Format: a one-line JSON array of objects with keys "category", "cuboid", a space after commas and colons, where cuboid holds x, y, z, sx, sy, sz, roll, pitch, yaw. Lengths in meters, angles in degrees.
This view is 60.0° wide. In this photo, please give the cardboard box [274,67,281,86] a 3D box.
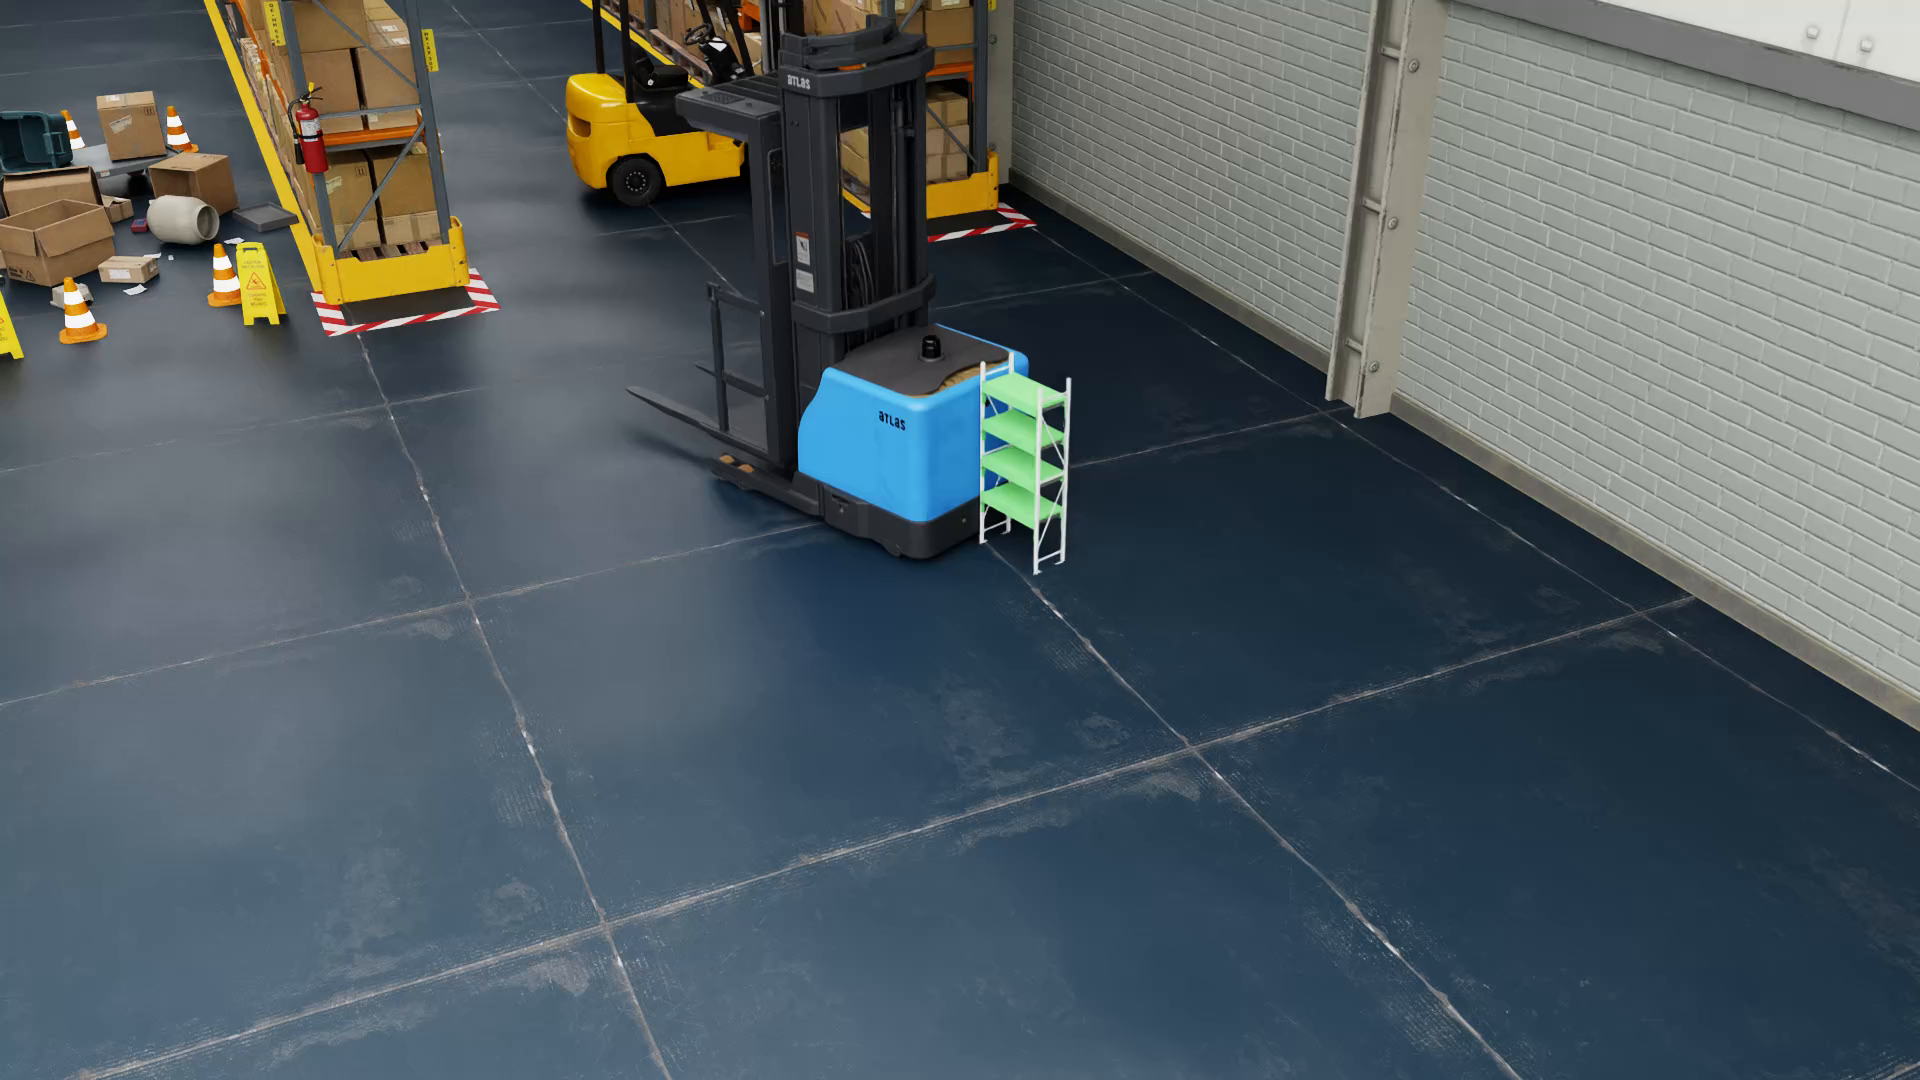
[{"category": "cardboard box", "cuboid": [-5.903, -4.172, 14.854, 0.380, 0.149, 0.250, -13, 32, -22]}]

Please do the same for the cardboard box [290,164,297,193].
[{"category": "cardboard box", "cuboid": [-5.944, -3.360, 15.530, 0.500, 0.250, 0.500, -14, 32, -23]}]

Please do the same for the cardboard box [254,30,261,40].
[{"category": "cardboard box", "cuboid": [-6.485, -5.081, 15.811, 0.500, 0.500, 0.500, -13, 32, -22]}]

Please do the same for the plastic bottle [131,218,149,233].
[{"category": "plastic bottle", "cuboid": [-7.562, -2.915, 15.360, 0.133, 0.061, 0.283, -8, 30, -13]}]

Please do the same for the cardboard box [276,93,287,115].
[{"category": "cardboard box", "cuboid": [-6.073, -4.025, 15.285, 0.380, 0.149, 0.250, -11, 31, -19]}]

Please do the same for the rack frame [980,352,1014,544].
[{"category": "rack frame", "cuboid": [0.217, -0.538, 9.956, 0.240, 1.200, 0.015, -22, 36, -34]}]

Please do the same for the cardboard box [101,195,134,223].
[{"category": "cardboard box", "cuboid": [-8.011, -3.158, 15.583, 0.396, 0.266, 0.258, 13, 32, 21]}]

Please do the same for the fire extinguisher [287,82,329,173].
[{"category": "fire extinguisher", "cuboid": [-5.072, -3.213, 12.965, 0.296, 0.674, 0.183, -13, 32, -22]}]

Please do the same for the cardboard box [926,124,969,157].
[{"category": "cardboard box", "cuboid": [-0.238, -3.891, 15.966, 0.500, 0.250, 0.500, -12, 32, -21]}]

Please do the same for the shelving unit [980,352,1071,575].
[{"category": "shelving unit", "cuboid": [0.375, -0.447, 9.794, 0.258, 1.200, 0.503, -22, 36, -34]}]

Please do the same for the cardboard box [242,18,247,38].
[{"category": "cardboard box", "cuboid": [-8.740, -6.902, 21.207, 0.875, 0.875, 0.875, -13, 32, -21]}]

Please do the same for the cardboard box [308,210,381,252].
[{"category": "cardboard box", "cuboid": [-5.306, -2.689, 14.333, 0.500, 0.250, 0.500, -13, 32, -22]}]

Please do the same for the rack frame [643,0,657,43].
[{"category": "rack frame", "cuboid": [-3.658, -7.972, 21.372, 1.000, 3.000, 0.127, -13, 32, -22]}]

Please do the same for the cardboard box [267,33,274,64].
[{"category": "cardboard box", "cuboid": [-5.810, -4.421, 14.634, 0.500, 0.500, 0.500, -13, 32, -21]}]

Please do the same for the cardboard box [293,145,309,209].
[{"category": "cardboard box", "cuboid": [-5.512, -3.234, 14.538, 0.500, 0.500, 0.500, -12, 31, -20]}]

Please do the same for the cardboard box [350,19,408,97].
[{"category": "cardboard box", "cuboid": [-4.883, -4.063, 13.995, 0.500, 0.500, 0.500, -12, 31, -20]}]

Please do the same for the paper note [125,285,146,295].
[{"category": "paper note", "cuboid": [-6.909, -2.099, 13.934, 0.142, 0.019, 0.148, 26, 38, 38]}]

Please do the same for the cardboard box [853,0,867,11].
[{"category": "cardboard box", "cuboid": [-0.762, -4.965, 15.246, 0.380, 0.149, 0.250, -13, 32, -21]}]

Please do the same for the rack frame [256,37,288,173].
[{"category": "rack frame", "cuboid": [-6.423, -5.161, 16.360, 1.000, 3.000, 0.127, -13, 32, -22]}]

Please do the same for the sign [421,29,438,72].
[{"category": "sign", "cuboid": [-4.215, -3.886, 13.200, 0.100, 0.325, 0.005, -13, 32, -22]}]

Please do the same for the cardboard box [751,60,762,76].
[{"category": "cardboard box", "cuboid": [-2.012, -5.128, 18.172, 0.500, 0.250, 0.500, -13, 32, -22]}]

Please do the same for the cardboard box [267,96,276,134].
[{"category": "cardboard box", "cuboid": [-6.650, -4.429, 17.312, 0.950, 0.372, 0.625, -13, 32, -21]}]

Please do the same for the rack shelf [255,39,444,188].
[{"category": "rack shelf", "cuboid": [-5.564, -3.964, 14.960, 1.077, 0.370, 4.000, -13, 32, -22]}]

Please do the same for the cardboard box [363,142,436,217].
[{"category": "cardboard box", "cuboid": [-4.813, -3.130, 14.353, 0.500, 0.500, 0.500, -14, 32, -24]}]

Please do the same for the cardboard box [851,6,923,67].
[{"category": "cardboard box", "cuboid": [-0.672, -4.644, 15.335, 0.500, 0.500, 0.500, -14, 32, -23]}]

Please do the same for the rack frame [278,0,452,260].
[{"category": "rack frame", "cuboid": [-4.705, -3.394, 13.209, 1.000, 3.000, 0.127, -13, 32, -22]}]

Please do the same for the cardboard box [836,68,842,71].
[{"category": "cardboard box", "cuboid": [-1.364, -4.666, 16.837, 0.500, 0.250, 0.500, -14, 32, -23]}]

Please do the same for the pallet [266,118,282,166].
[{"category": "pallet", "cuboid": [-6.758, -4.288, 17.654, 1.003, 0.211, 1.213, -13, 32, -22]}]

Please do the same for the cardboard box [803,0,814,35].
[{"category": "cardboard box", "cuboid": [-1.333, -5.321, 16.543, 0.500, 0.500, 0.500, -13, 32, -22]}]

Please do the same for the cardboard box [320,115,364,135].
[{"category": "cardboard box", "cuboid": [-5.059, -3.405, 13.485, 0.380, 0.149, 0.250, -12, 31, -20]}]

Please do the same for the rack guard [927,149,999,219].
[{"category": "rack guard", "cuboid": [-0.214, -3.337, 15.663, 1.175, 0.500, 0.348, -13, 32, -22]}]

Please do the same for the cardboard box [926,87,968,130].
[{"category": "cardboard box", "cuboid": [-0.259, -4.110, 15.845, 0.500, 0.250, 0.500, -14, 32, -23]}]

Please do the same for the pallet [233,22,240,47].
[{"category": "pallet", "cuboid": [-8.930, -6.614, 21.802, 1.003, 0.211, 1.213, -13, 32, -22]}]

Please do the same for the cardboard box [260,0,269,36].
[{"category": "cardboard box", "cuboid": [-5.332, -4.408, 13.589, 0.700, 0.500, 0.500, -13, 32, -22]}]

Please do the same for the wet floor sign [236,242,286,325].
[{"category": "wet floor sign", "cuboid": [-5.590, -2.058, 13.234, 0.267, 0.644, 0.232, -3, 29, -5]}]

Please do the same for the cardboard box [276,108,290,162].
[{"category": "cardboard box", "cuboid": [-6.173, -3.921, 15.763, 0.500, 0.500, 0.500, -12, 31, -20]}]

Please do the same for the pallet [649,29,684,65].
[{"category": "pallet", "cuboid": [-3.340, -6.384, 21.391, 1.003, 0.211, 1.213, -13, 32, -22]}]

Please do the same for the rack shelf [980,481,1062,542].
[{"category": "rack shelf", "cuboid": [0.375, -0.182, 9.942, 0.258, 0.148, 0.480, -22, 36, -34]}]

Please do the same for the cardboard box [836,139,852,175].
[{"category": "cardboard box", "cuboid": [-0.916, -3.785, 16.287, 0.500, 0.250, 0.500, -13, 32, -22]}]

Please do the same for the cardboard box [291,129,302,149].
[{"category": "cardboard box", "cuboid": [-5.503, -3.435, 14.234, 0.380, 0.149, 0.250, -12, 31, -21]}]

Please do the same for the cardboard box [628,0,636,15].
[{"category": "cardboard box", "cuboid": [-4.239, -7.430, 22.532, 0.500, 0.500, 0.500, -14, 32, -23]}]

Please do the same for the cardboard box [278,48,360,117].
[{"category": "cardboard box", "cuboid": [-5.187, -3.749, 13.436, 0.500, 0.500, 0.500, -14, 32, -23]}]

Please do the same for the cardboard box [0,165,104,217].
[{"category": "cardboard box", "cuboid": [-8.155, -3.020, 14.955, 0.797, 0.637, 0.503, -13, 32, -22]}]

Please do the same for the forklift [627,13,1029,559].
[{"category": "forklift", "cuboid": [-0.996, -1.770, 10.382, 3.031, 2.935, 1.130, 24, 37, 36]}]

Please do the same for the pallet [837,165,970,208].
[{"category": "pallet", "cuboid": [-0.590, -3.551, 16.339, 1.003, 0.211, 1.213, -13, 32, -22]}]

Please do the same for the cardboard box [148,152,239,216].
[{"category": "cardboard box", "cuboid": [-7.192, -3.313, 15.617, 0.500, 0.500, 0.500, 7, 30, 13]}]

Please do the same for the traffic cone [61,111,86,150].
[{"category": "traffic cone", "cuboid": [-9.247, -4.226, 17.287, 0.336, 0.463, 0.334, -13, 32, -22]}]

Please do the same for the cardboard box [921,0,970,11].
[{"category": "cardboard box", "cuboid": [-0.135, -4.969, 15.251, 0.380, 0.149, 0.250, -14, 32, -23]}]

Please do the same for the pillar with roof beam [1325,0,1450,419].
[{"category": "pillar with roof beam", "cuboid": [-1.021, -3.997, 8.150, 9.100, 9.000, 0.400, -13, 32, -22]}]

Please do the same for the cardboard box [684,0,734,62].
[{"category": "cardboard box", "cuboid": [-2.826, -6.256, 20.312, 0.875, 0.625, 0.625, -14, 32, -24]}]

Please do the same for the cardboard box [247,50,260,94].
[{"category": "cardboard box", "cuboid": [-7.582, -5.389, 19.024, 0.950, 0.372, 0.625, -14, 32, -23]}]
